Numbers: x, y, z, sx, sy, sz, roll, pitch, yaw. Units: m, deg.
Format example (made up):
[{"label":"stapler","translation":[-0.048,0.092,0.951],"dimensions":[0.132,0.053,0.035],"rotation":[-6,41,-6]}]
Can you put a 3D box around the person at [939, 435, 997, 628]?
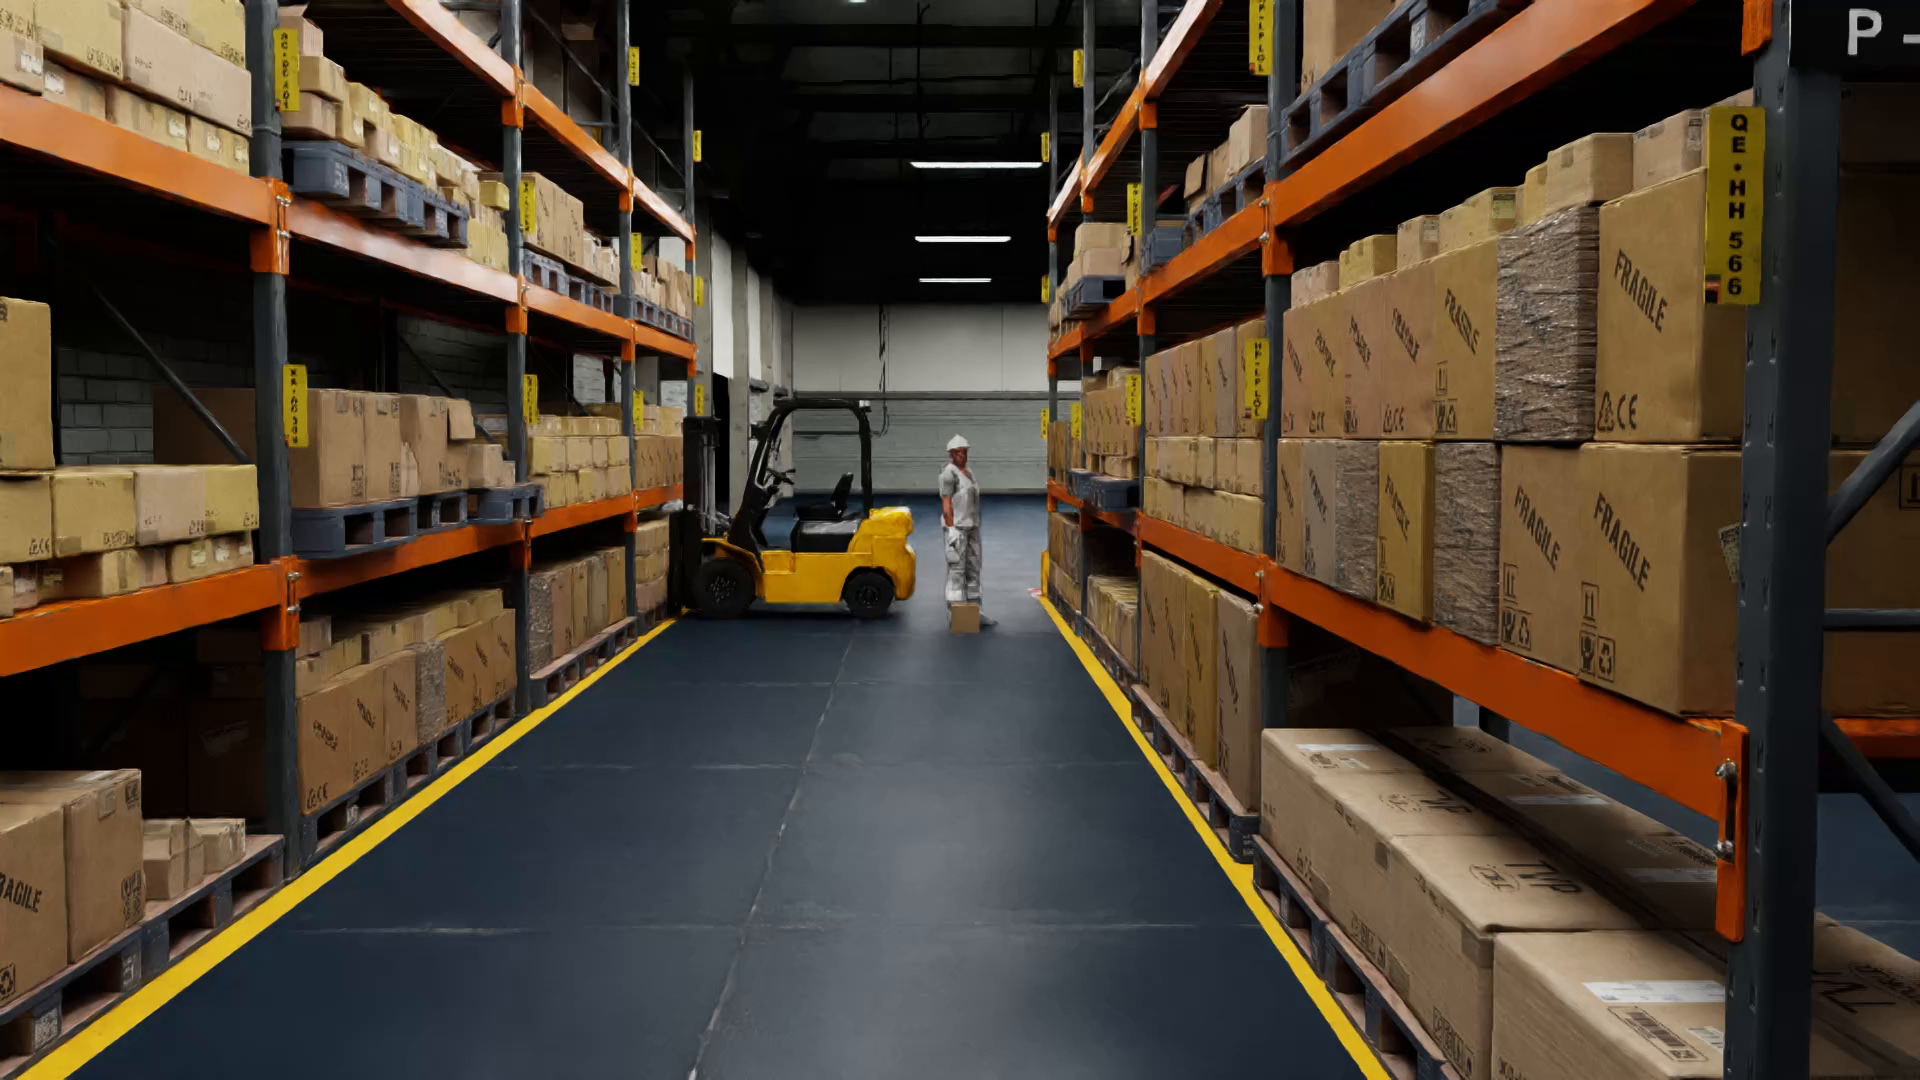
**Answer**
[{"label":"person","translation":[0.072,-0.084,15.532],"dimensions":[0.476,1.790,0.594],"rotation":[2,4,31]}]
